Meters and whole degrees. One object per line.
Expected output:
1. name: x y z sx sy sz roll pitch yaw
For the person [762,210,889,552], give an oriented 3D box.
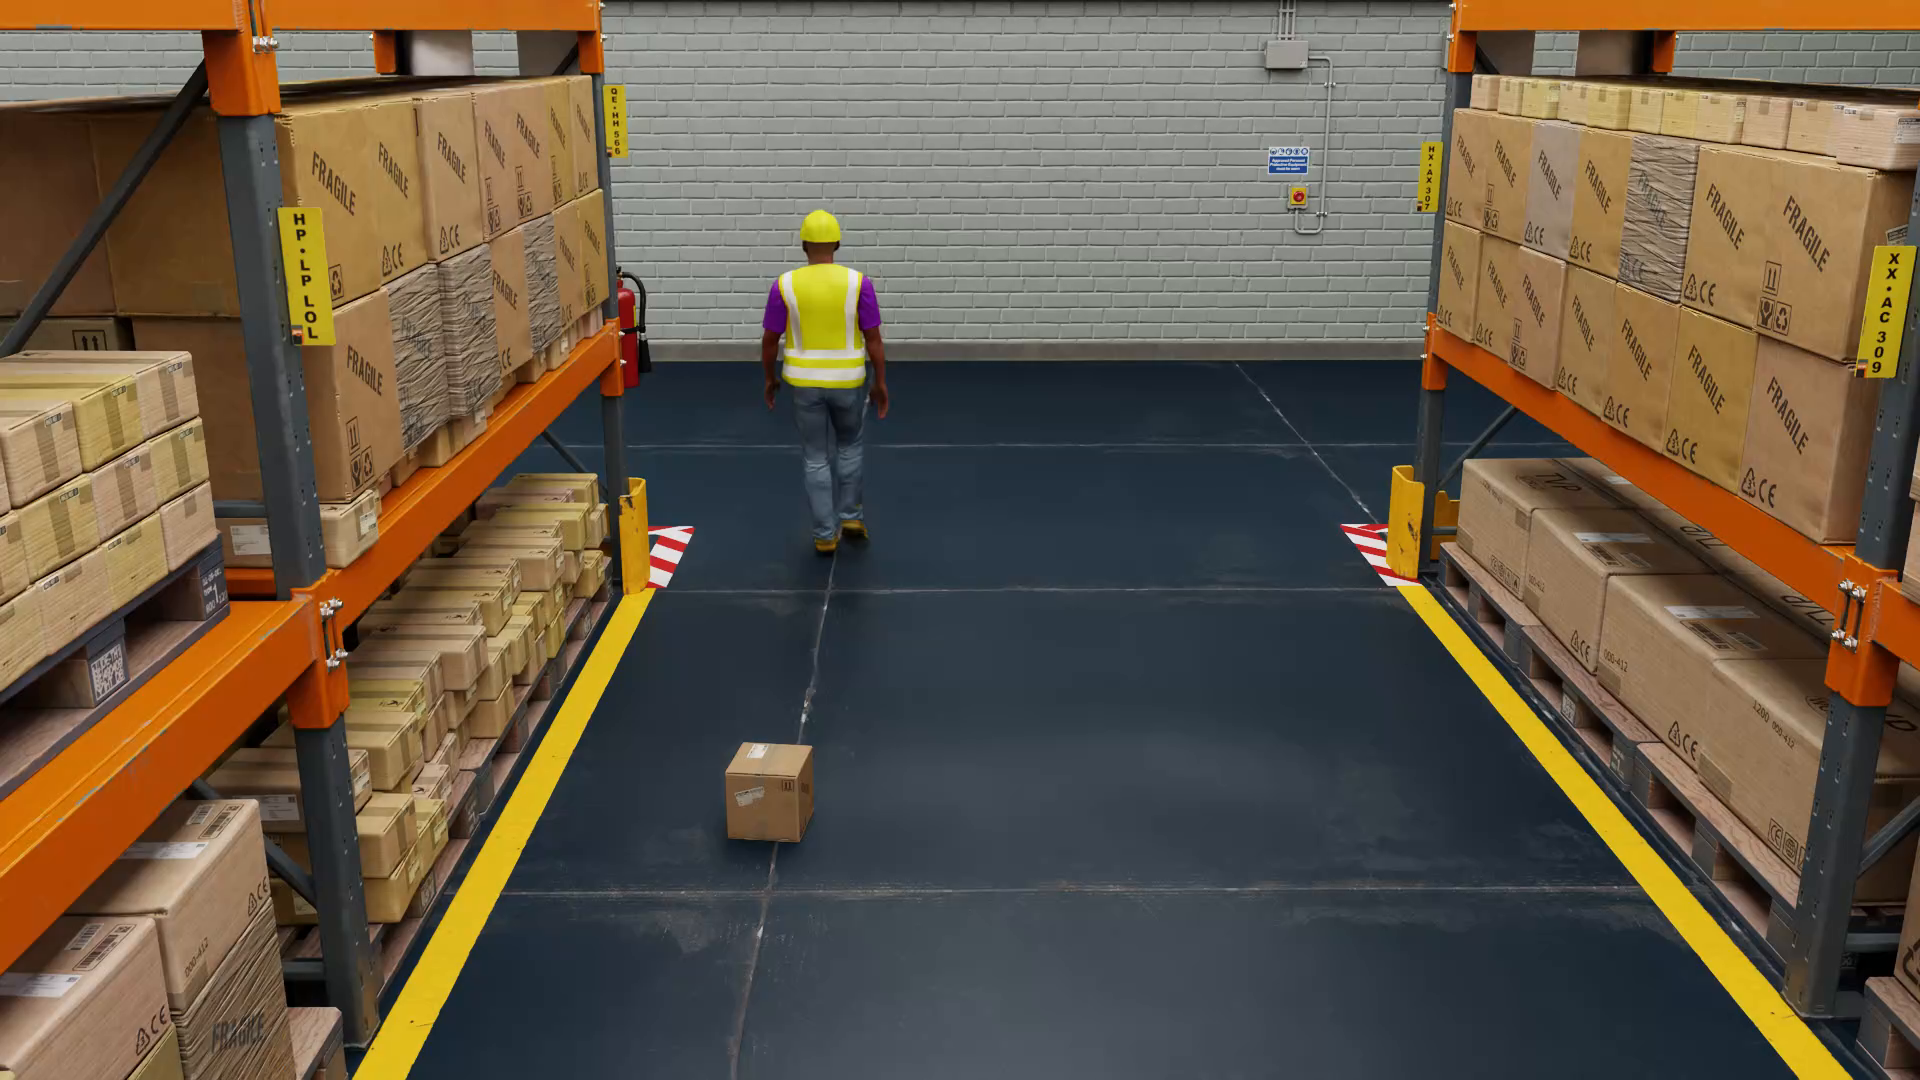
1. person: -0.712 -0.813 8.701 0.643 1.823 0.600 -2 17 -8
